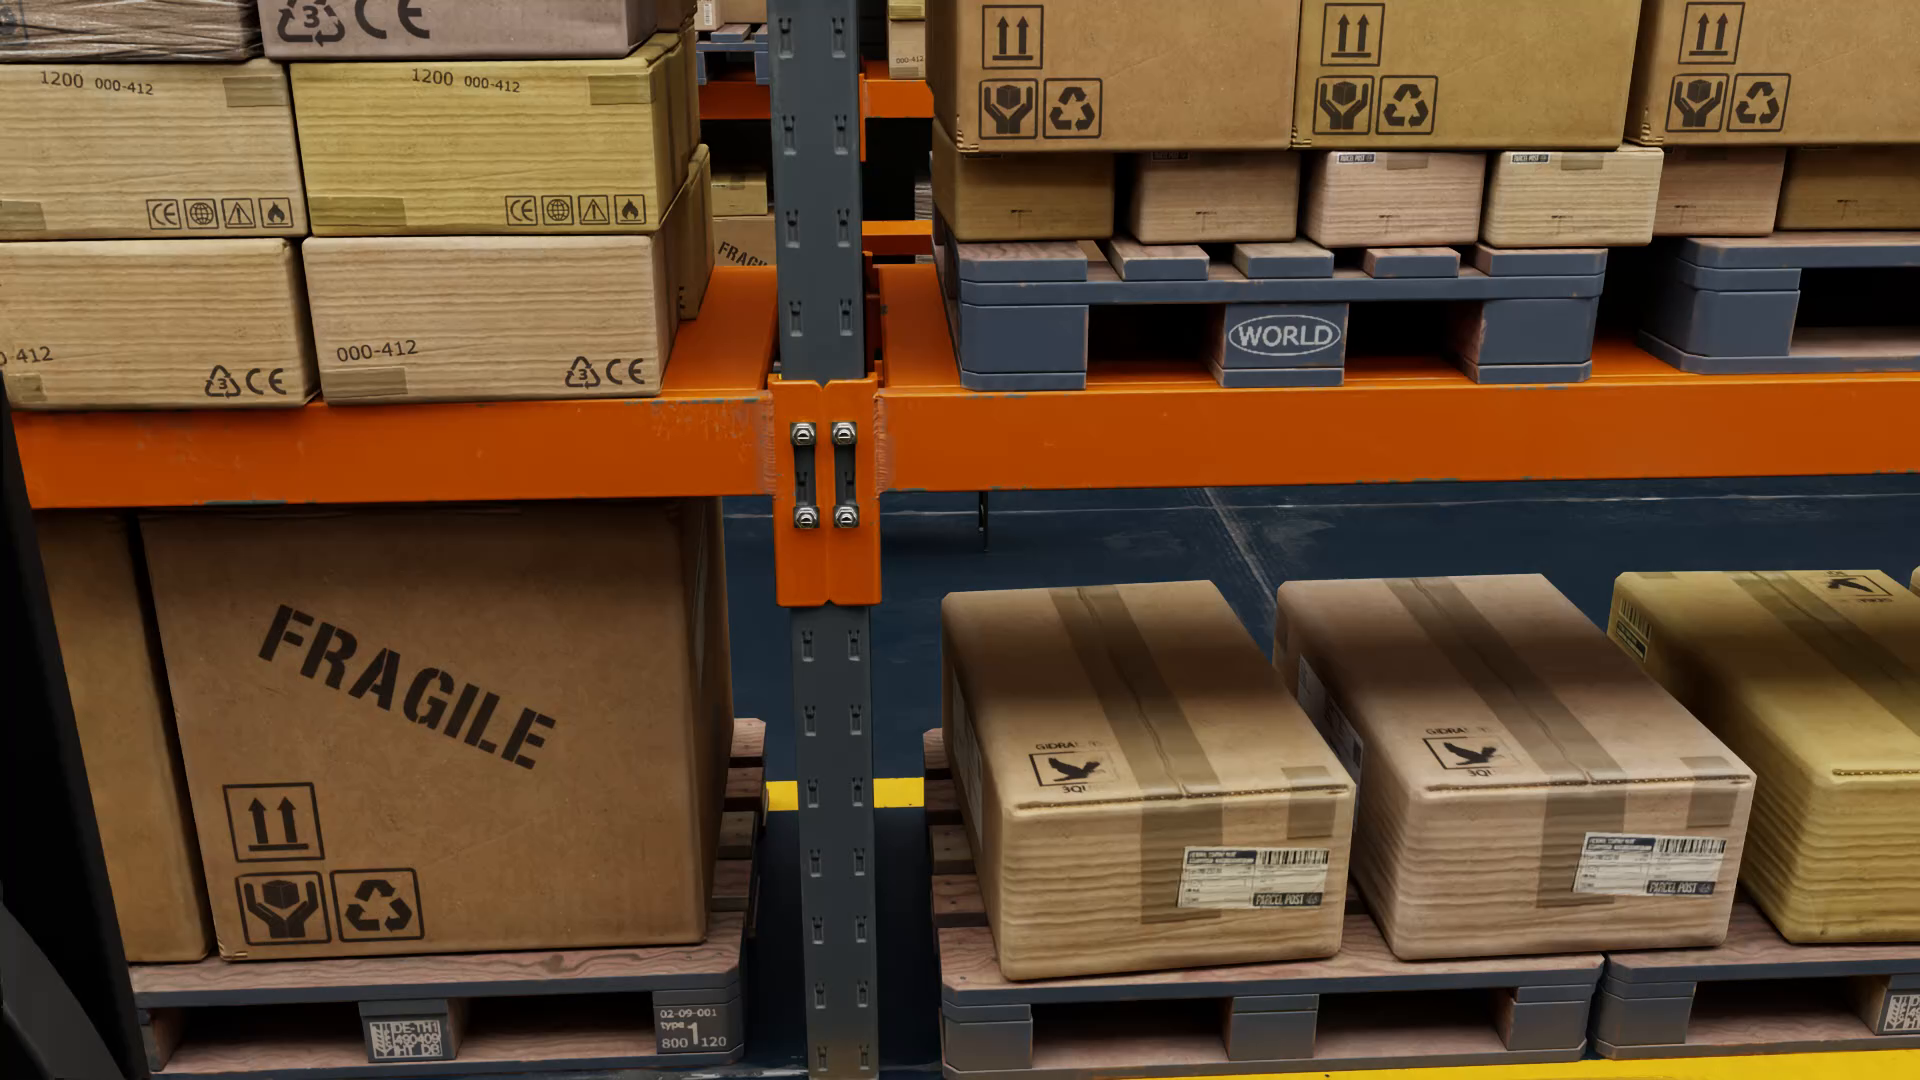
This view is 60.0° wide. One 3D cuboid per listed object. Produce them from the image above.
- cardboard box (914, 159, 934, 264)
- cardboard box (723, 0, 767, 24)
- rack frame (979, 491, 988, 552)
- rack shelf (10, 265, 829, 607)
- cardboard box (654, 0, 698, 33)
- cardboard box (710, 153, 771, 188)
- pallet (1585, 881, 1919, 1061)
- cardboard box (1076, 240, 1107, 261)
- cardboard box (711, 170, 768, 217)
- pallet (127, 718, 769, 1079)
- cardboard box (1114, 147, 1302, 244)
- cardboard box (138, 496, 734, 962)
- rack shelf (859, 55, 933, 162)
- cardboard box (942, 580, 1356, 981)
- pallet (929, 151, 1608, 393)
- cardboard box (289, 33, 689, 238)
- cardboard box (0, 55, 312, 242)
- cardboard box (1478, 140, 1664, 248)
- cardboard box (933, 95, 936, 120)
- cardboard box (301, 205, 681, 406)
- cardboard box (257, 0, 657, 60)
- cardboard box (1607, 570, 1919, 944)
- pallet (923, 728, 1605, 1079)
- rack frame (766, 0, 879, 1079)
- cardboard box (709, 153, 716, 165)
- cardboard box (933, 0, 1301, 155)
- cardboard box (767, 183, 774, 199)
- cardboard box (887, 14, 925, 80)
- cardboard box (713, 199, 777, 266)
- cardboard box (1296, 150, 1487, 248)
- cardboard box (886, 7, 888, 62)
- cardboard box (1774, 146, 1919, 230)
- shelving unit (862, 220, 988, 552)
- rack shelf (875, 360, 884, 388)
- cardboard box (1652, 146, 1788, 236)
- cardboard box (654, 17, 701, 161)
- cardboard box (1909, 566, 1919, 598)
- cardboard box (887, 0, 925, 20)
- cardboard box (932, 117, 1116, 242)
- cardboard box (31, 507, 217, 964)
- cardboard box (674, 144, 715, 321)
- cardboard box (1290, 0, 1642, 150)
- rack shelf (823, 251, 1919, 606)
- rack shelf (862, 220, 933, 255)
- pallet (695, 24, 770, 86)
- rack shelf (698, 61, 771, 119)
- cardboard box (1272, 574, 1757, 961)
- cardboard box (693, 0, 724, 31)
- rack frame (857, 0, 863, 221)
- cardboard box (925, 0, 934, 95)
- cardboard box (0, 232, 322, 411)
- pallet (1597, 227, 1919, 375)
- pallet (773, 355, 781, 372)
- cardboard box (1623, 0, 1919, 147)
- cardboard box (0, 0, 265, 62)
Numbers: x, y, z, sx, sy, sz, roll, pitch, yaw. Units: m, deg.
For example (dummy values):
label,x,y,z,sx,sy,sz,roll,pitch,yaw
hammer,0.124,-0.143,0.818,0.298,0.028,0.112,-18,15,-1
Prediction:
label,x,y,z,sx,sy,sz,roll,pitch,yaw
cardboard box,0.098,-1.443,7.942,0.625,0.625,0.875,-1,21,-1
cardboard box,-1.048,-2.637,7.600,0.500,0.500,0.500,0,21,-1
rack frame,0.078,-0.562,5.412,0.015,1.200,0.240,-1,21,-3
rack shelf,-2.235,-0.209,2.964,4.000,0.370,1.077,-1,21,-3
cardboard box,-0.745,-1.176,2.949,0.500,0.500,0.500,-2,21,-5
cardboard box,-1.064,-1.780,8.092,0.250,0.149,0.380,0,21,0
pallet,1.757,0.679,3.542,1.213,0.211,1.003,-1,21,-3
cardboard box,0.750,-1.459,7.984,0.625,0.625,0.875,0,21,-1
cardboard box,-1.004,-1.580,7.566,0.250,0.149,0.380,-2,21,-6
pallet,-1.030,0.707,3.467,1.213,0.211,1.003,-1,21,-3
cardboard box,0.381,-0.599,2.740,0.250,0.149,0.380,-2,21,-6
cardboard box,-0.933,0.196,3.287,0.875,0.875,0.875,-1,21,-4
rack shelf,1.471,-2.053,7.809,4.000,0.370,1.077,-1,21,-3
cardboard box,0.326,0.438,3.357,0.625,0.372,0.950,-3,21,-7
pallet,0.467,-0.548,3.114,1.003,0.211,1.213,-1,21,-3
cardboard box,-0.707,-0.649,2.618,0.500,0.250,0.500,-1,21,-3
cardboard box,-1.219,-0.637,2.587,0.500,0.250,0.500,-2,21,-4
cardboard box,0.932,-0.586,2.707,0.250,0.149,0.380,-1,21,-3
cardboard box,0.075,-0.755,3.150,0.250,0.149,0.380,0,21,-1
cardboard box,-0.728,-0.413,2.700,0.500,0.250,0.500,-2,21,-5
cardboard box,-0.740,-0.996,2.476,0.500,0.500,0.500,-2,21,-5
cardboard box,1.820,0.407,3.439,0.625,0.372,0.950,0,21,-1
pallet,0.542,0.702,3.479,1.213,0.211,1.003,-1,21,-3
rack frame,-0.238,-0.585,2.943,0.127,3.000,1.000,-1,21,-3
cardboard box,-1.331,-1.784,8.102,0.250,0.149,0.380,-1,21,-1
cardboard box,0.224,-0.894,2.605,0.500,0.500,0.500,-2,21,-5
cardboard box,-0.962,-1.468,8.183,0.500,0.500,0.500,0,21,-1
cardboard box,-0.069,-2.201,7.396,0.500,0.250,0.500,-1,21,-3
cardboard box,-0.935,-1.292,7.721,0.500,0.500,0.500,-1,21,-1
cardboard box,0.657,-0.588,2.712,0.250,0.149,0.380,-3,21,-7
cardboard box,-0.091,-2.378,7.863,0.500,0.250,0.500,-2,21,-4
cardboard box,1.448,-0.638,2.845,0.250,0.149,0.380,0,21,-1
shelving unit,-0.165,-0.557,5.399,0.503,1.200,0.258,-1,21,-3
rack shelf,-0.165,-0.494,5.423,0.480,0.148,0.258,-1,21,-3
cardboard box,1.169,-0.619,2.793,0.250,0.149,0.380,0,21,0
cardboard box,-0.758,-0.826,3.084,0.500,0.250,0.500,-1,21,-3
cardboard box,2.514,0.392,3.477,0.625,0.372,0.950,0,21,0
cardboard box,-0.067,-2.425,7.284,0.500,0.250,0.500,-1,21,-3
cardboard box,0.097,-0.605,2.757,0.250,0.149,0.380,-2,21,-6
cardboard box,-1.823,0.212,3.243,0.875,0.875,0.875,-1,21,-2
cardboard box,-0.741,-0.595,3.178,0.500,0.250,0.500,-2,21,-4
cardboard box,0.744,-0.907,2.640,0.500,0.500,0.500,0,21,0
rack shelf,1.758,-0.290,3.178,4.000,0.370,1.077,-1,21,-3
rack shelf,-0.165,-0.925,5.259,0.480,0.148,0.258,-1,21,-3
pallet,-1.198,-2.220,7.506,1.003,0.211,1.213,-1,21,-3
rack shelf,-2.522,-1.972,7.595,4.000,0.370,1.077,-1,21,-3
cardboard box,1.062,0.421,3.403,0.625,0.372,0.950,-2,21,-4
cardboard box,-1.159,-2.278,7.151,0.250,0.149,0.380,-1,21,-2
rack frame,-0.525,-2.349,7.574,0.127,3.000,1.000,-1,21,-3
cardboard box,0.200,-1.075,3.081,0.500,0.500,0.500,-2,21,-5
cardboard box,-1.238,-0.397,2.658,0.500,0.250,0.500,-1,21,-2
pallet,1.736,-0.551,3.121,1.213,0.211,1.003,-1,21,-3
pallet,-1.273,-1.044,8.066,1.213,0.211,1.003,-1,21,-3
cardboard box,1.274,-0.921,2.674,0.500,0.500,0.500,-1,21,-2
cardboard box,-1.251,-0.983,2.440,0.500,0.500,0.500,-1,21,-2
